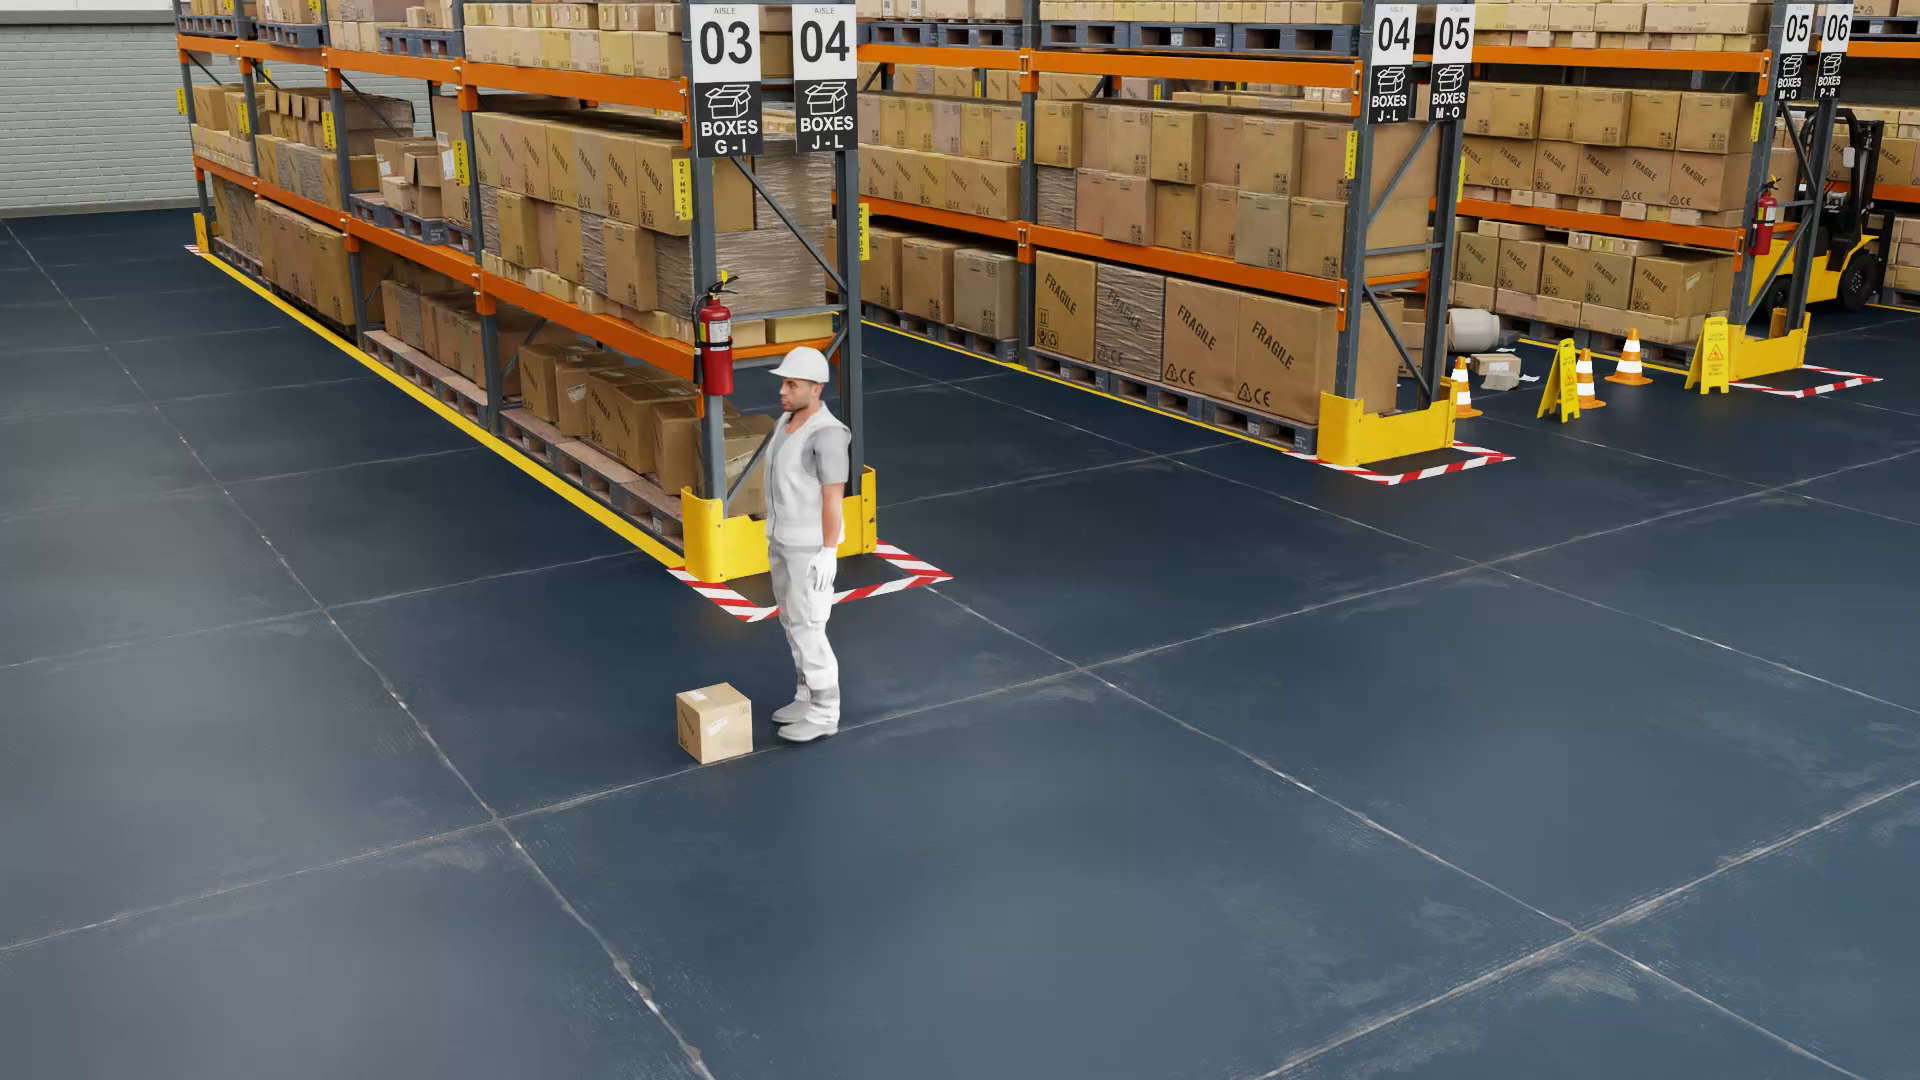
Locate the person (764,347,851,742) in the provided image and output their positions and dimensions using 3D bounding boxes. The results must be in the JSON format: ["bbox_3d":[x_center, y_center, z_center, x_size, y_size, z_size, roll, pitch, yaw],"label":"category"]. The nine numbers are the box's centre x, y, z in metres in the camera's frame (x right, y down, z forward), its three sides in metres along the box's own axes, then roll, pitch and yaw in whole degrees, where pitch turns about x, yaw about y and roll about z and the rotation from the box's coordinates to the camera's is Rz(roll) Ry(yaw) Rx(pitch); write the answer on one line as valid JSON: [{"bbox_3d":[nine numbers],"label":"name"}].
[{"bbox_3d":[-0.720,0.023,7.454,0.387,1.790,0.522,-11,21,-30],"label":"person"}]
